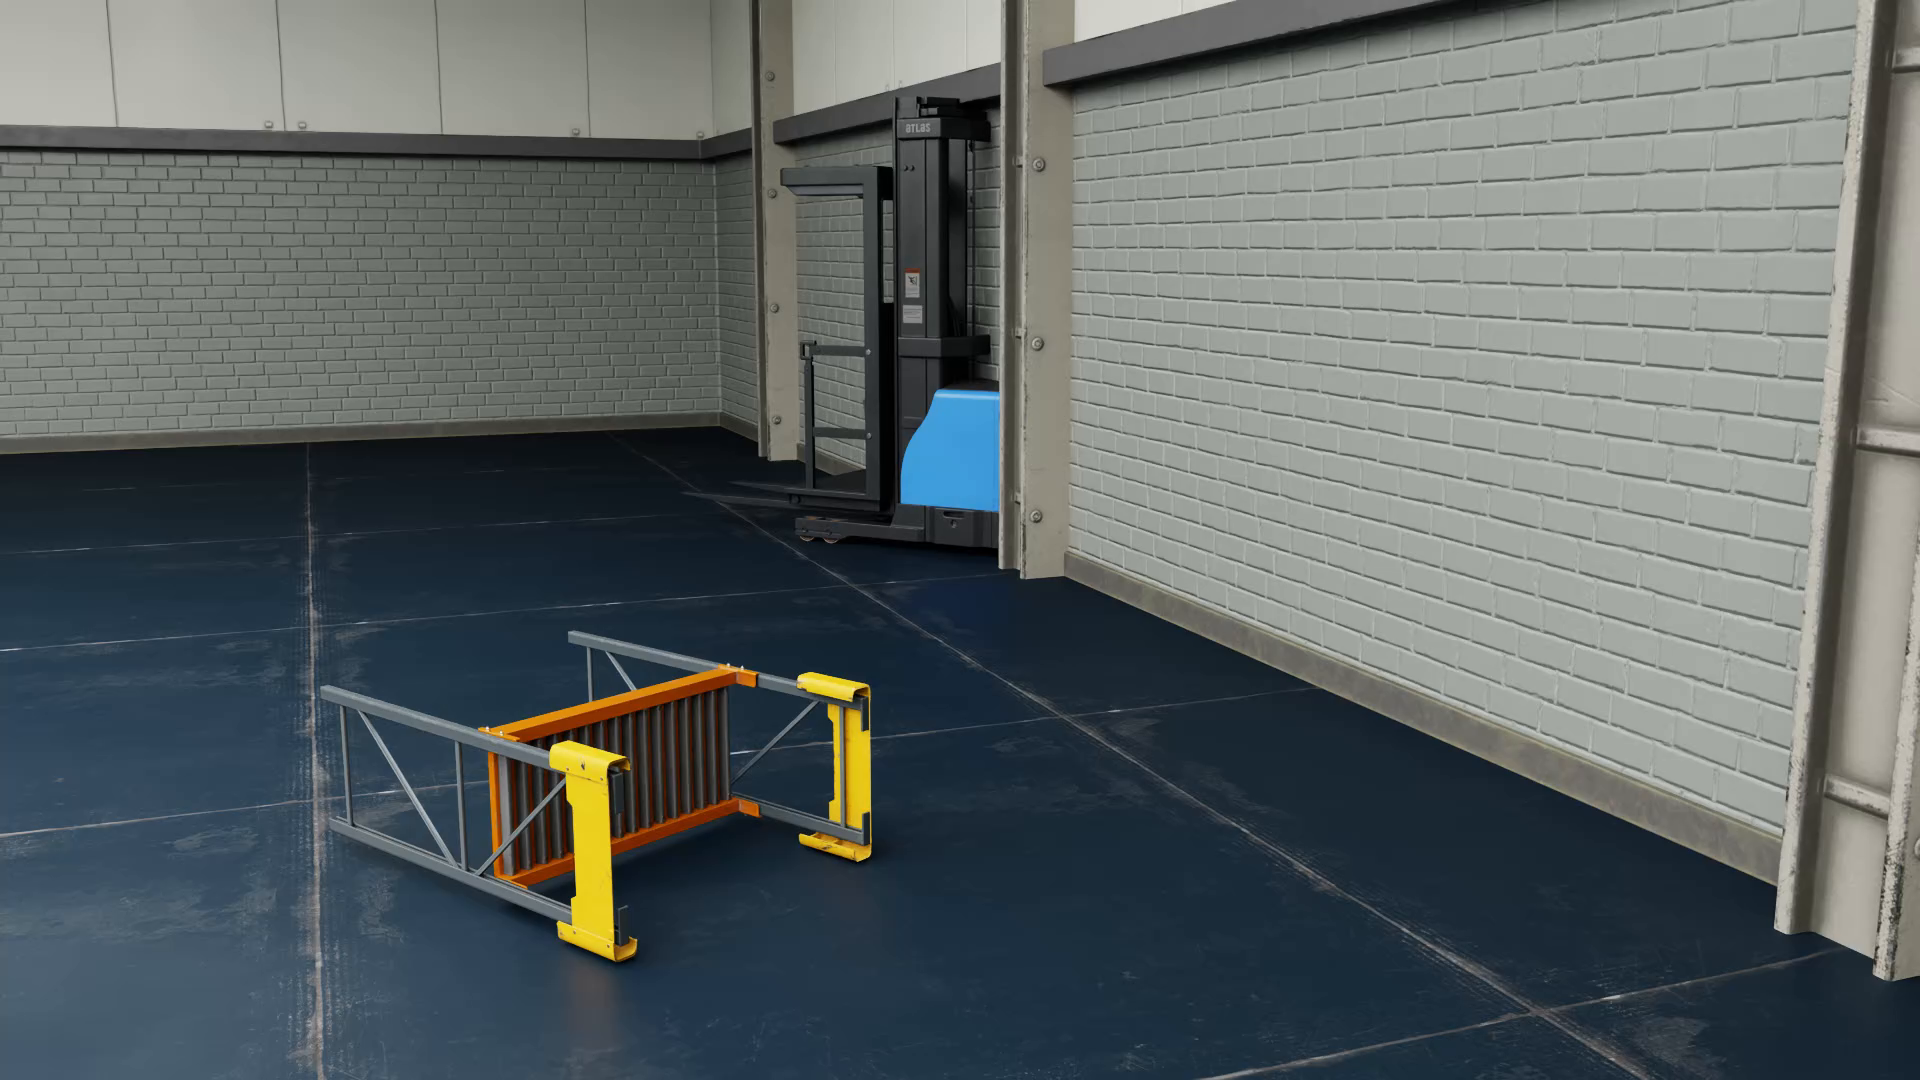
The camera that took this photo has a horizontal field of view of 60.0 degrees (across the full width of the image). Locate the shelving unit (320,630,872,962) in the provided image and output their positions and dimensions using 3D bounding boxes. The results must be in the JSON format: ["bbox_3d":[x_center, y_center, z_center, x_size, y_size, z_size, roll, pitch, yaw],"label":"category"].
[{"bbox_3d":[-1.214,0.744,5.486,1.500,0.587,1.083,8,13,38],"label":"shelving unit"}]

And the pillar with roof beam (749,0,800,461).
[{"bbox_3d":[-5.731,-4.941,13.505,9.100,9.000,0.400,-4,11,-21],"label":"pillar with roof beam"}]

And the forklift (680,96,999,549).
[{"bbox_3d":[-0.550,-1.495,11.454,3.031,2.935,1.130,5,11,28],"label":"forklift"}]

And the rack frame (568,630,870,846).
[{"bbox_3d":[-0.889,0.674,5.883,1.500,0.500,0.032,8,13,38],"label":"rack frame"}]

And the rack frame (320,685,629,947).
[{"bbox_3d":[-1.527,0.812,5.104,1.500,0.500,0.032,8,13,38],"label":"rack frame"}]

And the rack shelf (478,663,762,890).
[{"bbox_3d":[-1.068,0.763,5.382,0.185,0.538,1.000,8,13,38],"label":"rack shelf"}]

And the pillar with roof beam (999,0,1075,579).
[{"bbox_3d":[-3.557,-3.962,7.999,9.100,9.000,0.400,-4,11,-21],"label":"pillar with roof beam"}]

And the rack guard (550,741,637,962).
[{"bbox_3d":[-1.040,0.881,4.718,0.250,0.587,0.087,8,13,38],"label":"rack guard"}]

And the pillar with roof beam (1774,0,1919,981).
[{"bbox_3d":[-1.382,-2.983,2.493,9.100,9.000,0.400,-4,11,-21],"label":"pillar with roof beam"}]

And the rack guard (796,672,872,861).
[{"bbox_3d":[-0.415,0.745,5.482,0.250,0.587,0.087,8,13,38],"label":"rack guard"}]
